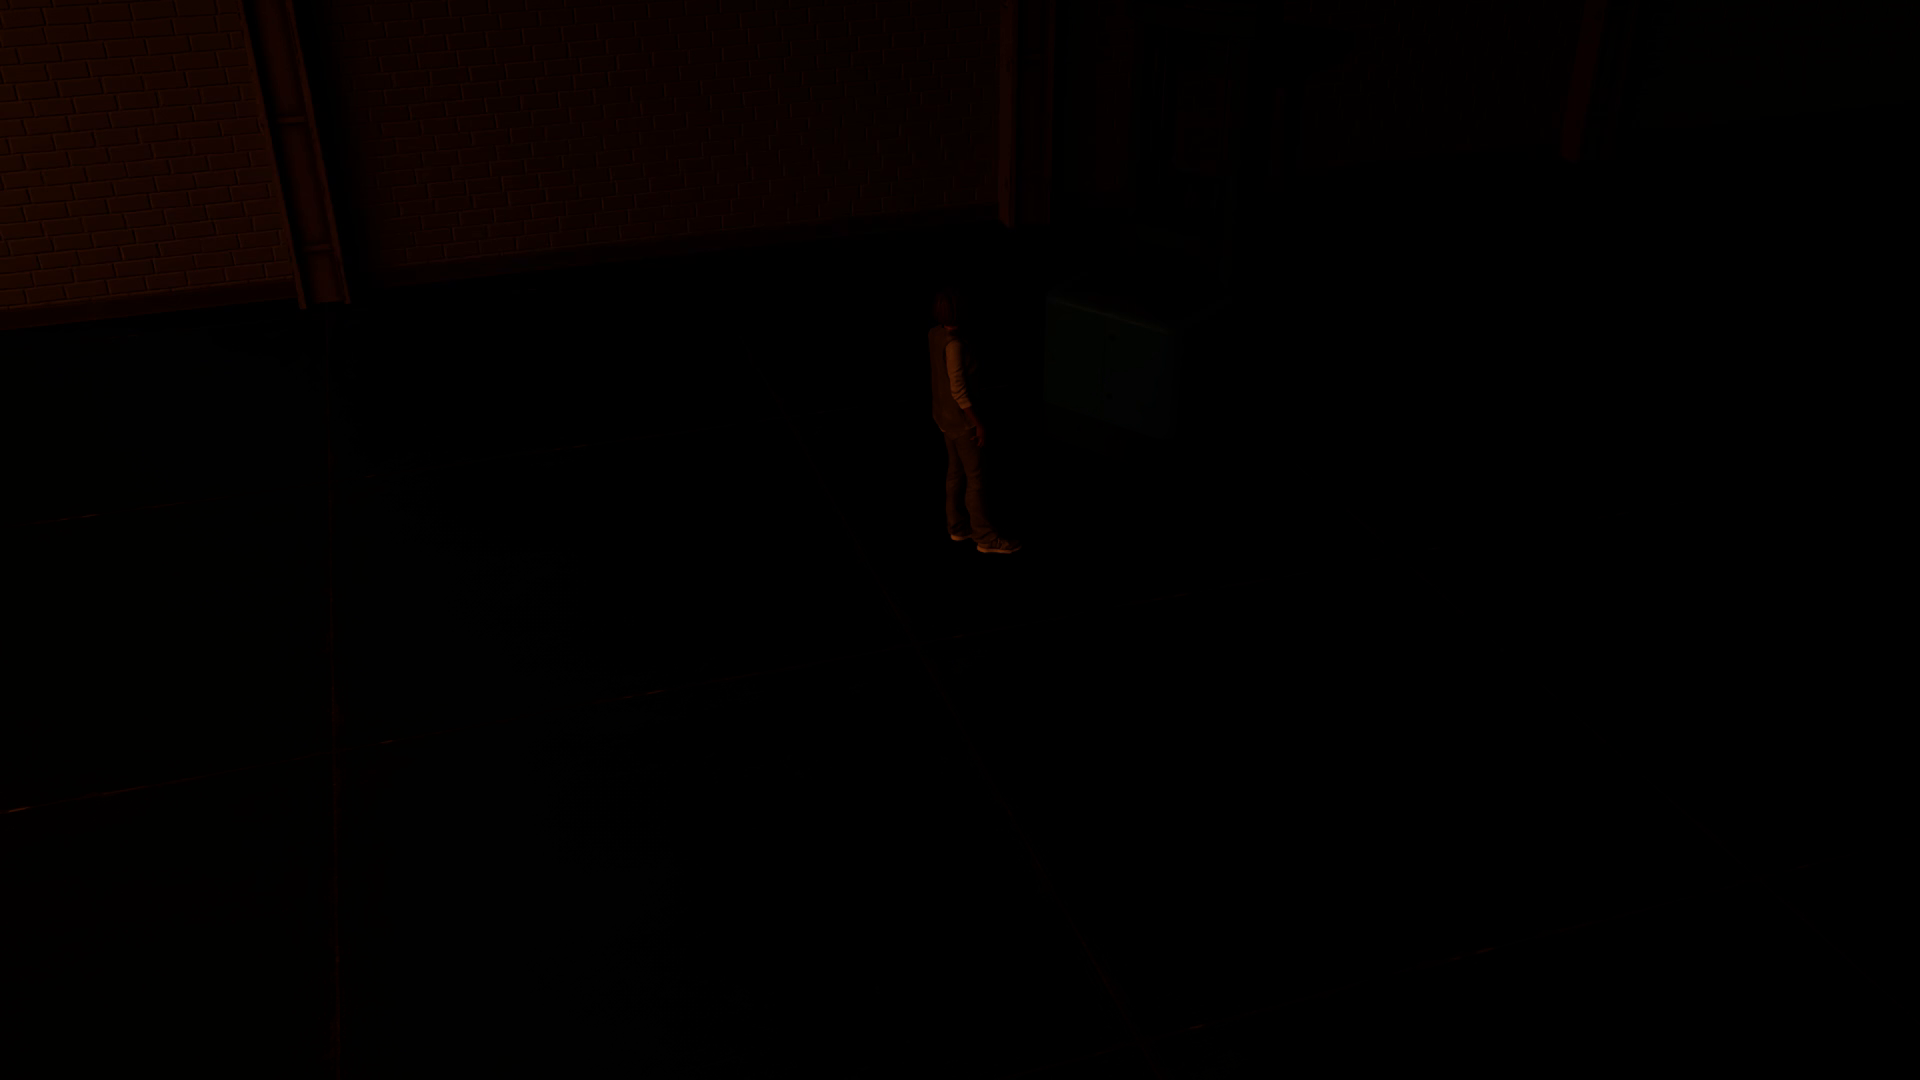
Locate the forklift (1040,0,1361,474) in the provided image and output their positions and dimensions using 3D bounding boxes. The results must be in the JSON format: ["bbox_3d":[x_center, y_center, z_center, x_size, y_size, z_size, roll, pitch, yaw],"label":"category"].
[{"bbox_3d":[1.848,-2.358,11.185,1.130,2.935,3.031,22,36,33],"label":"forklift"}]

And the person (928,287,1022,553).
[{"bbox_3d":[0.075,-0.704,9.632,0.474,1.598,0.519,-10,31,-16],"label":"person"}]
